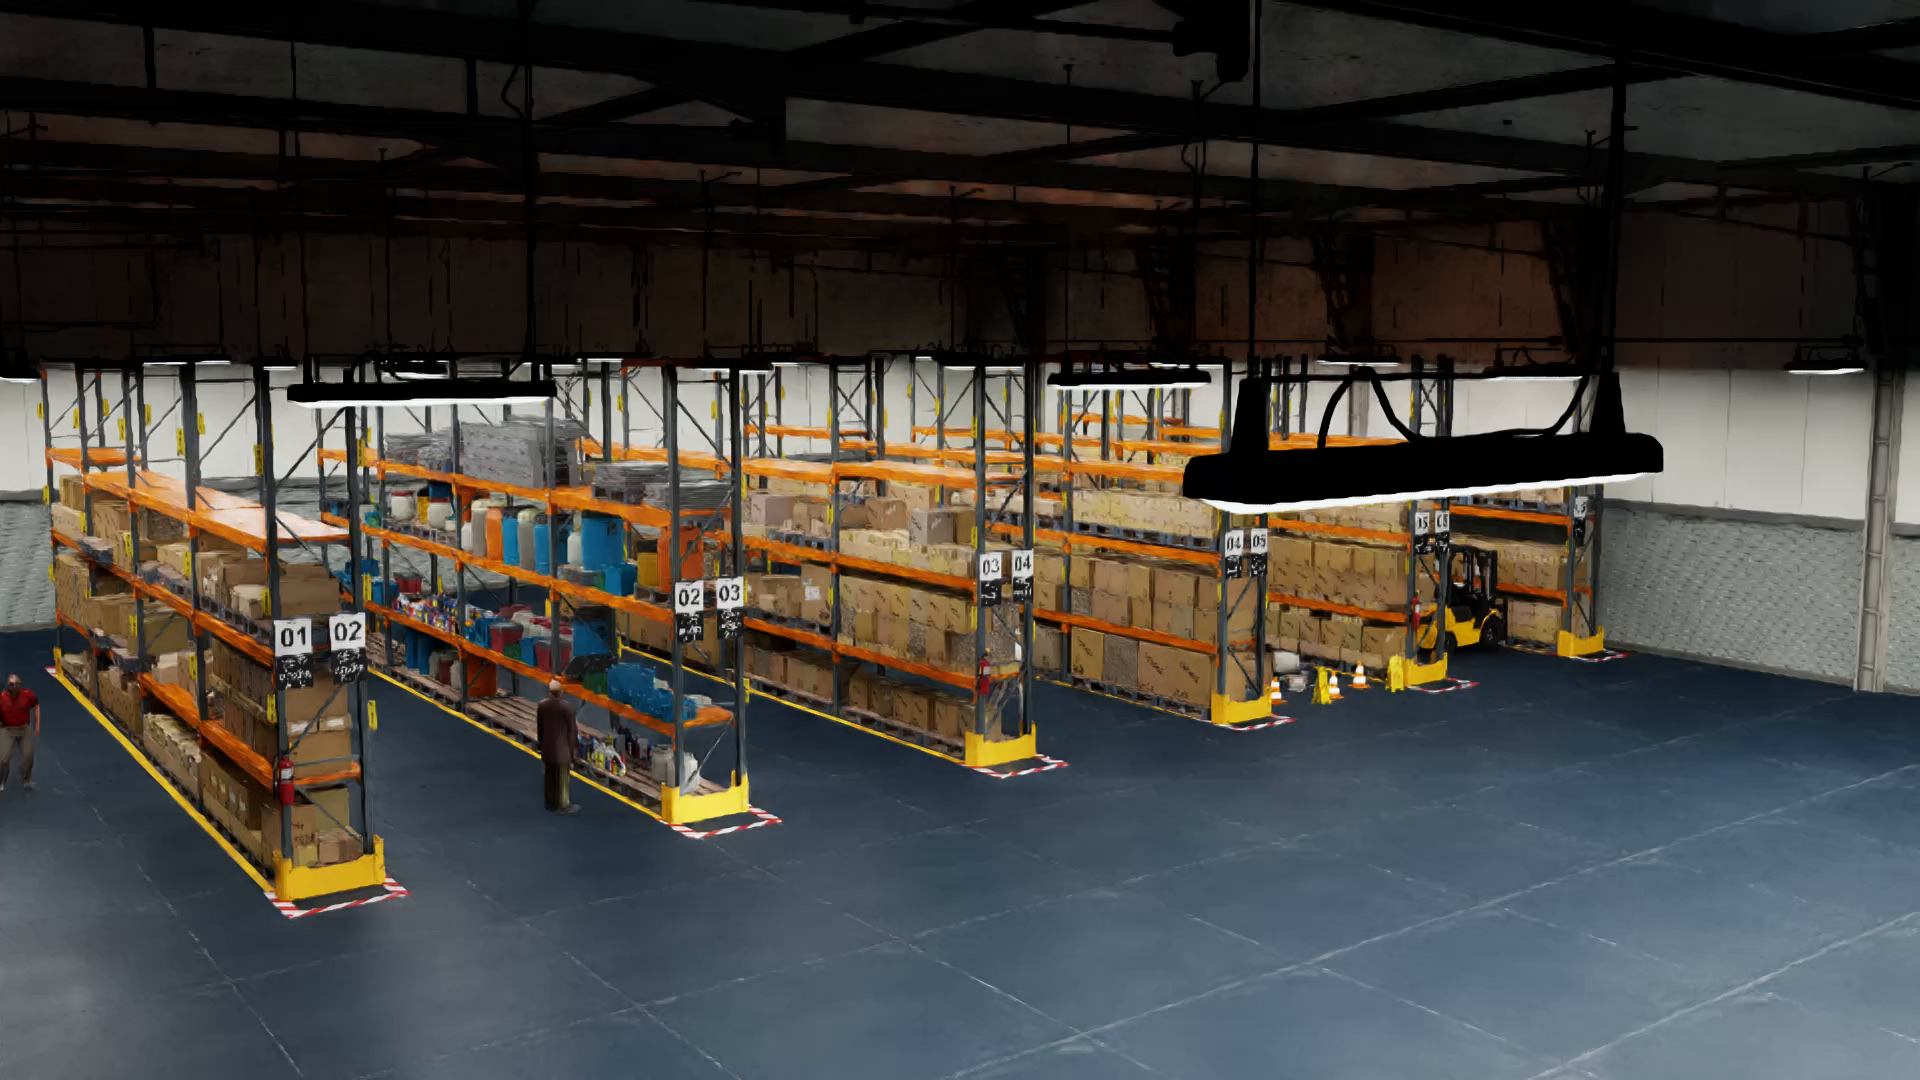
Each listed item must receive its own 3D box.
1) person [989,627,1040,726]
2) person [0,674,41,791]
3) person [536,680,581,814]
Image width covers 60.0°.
[{"bbox_3d":[0.816,2.210,27.295,0.577,1.691,1.121,-5,8,-34],"label":"person"},{"bbox_3d":[-13.324,2.698,23.433,0.682,1.676,0.529,-5,9,-38],"label":"person"},{"bbox_3d":[-5.387,2.752,22.367,0.638,1.785,0.514,3,7,22],"label":"person"}]
